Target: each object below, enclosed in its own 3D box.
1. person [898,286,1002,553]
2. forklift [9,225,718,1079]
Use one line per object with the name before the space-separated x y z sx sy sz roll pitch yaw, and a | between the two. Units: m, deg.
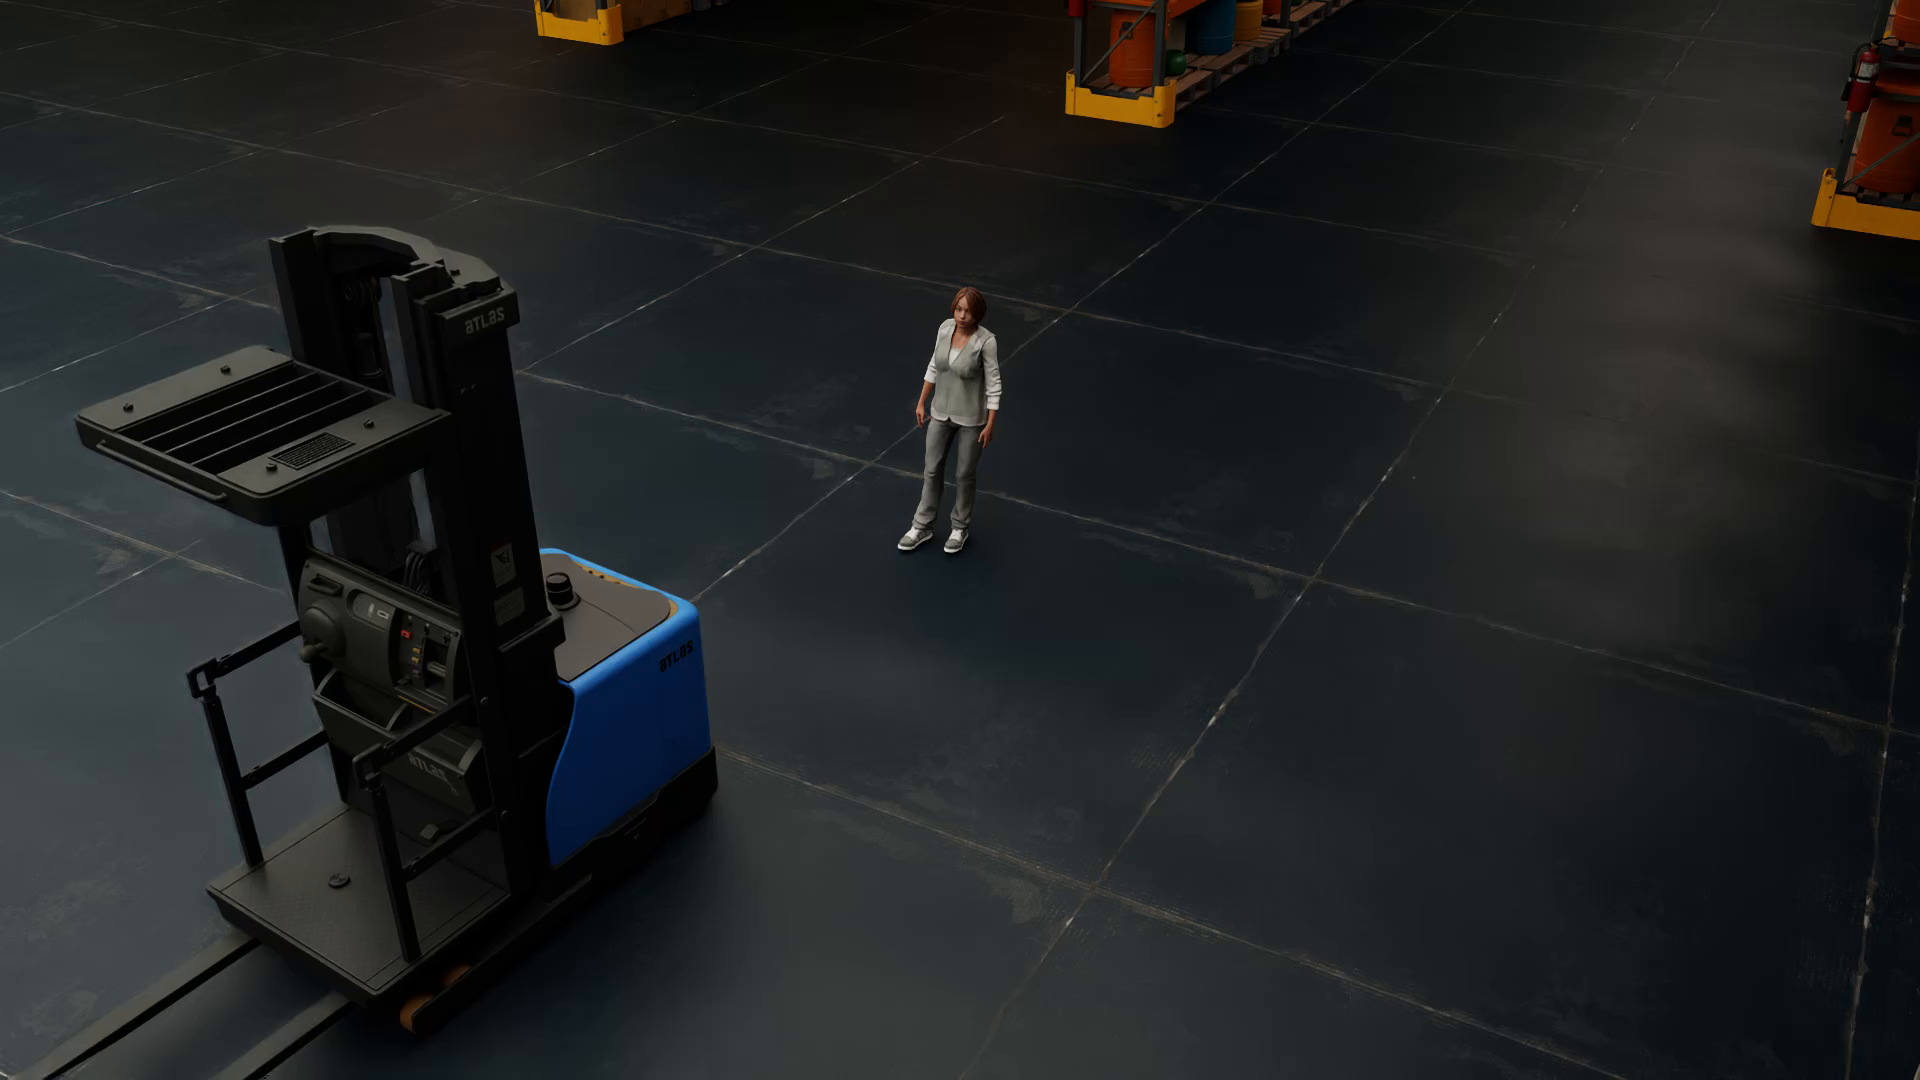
person | -0.048 -0.668 9.551 0.520 1.593 0.475 15 33 25
forklift | -2.388 0.419 6.345 1.130 2.935 3.031 19 35 29
